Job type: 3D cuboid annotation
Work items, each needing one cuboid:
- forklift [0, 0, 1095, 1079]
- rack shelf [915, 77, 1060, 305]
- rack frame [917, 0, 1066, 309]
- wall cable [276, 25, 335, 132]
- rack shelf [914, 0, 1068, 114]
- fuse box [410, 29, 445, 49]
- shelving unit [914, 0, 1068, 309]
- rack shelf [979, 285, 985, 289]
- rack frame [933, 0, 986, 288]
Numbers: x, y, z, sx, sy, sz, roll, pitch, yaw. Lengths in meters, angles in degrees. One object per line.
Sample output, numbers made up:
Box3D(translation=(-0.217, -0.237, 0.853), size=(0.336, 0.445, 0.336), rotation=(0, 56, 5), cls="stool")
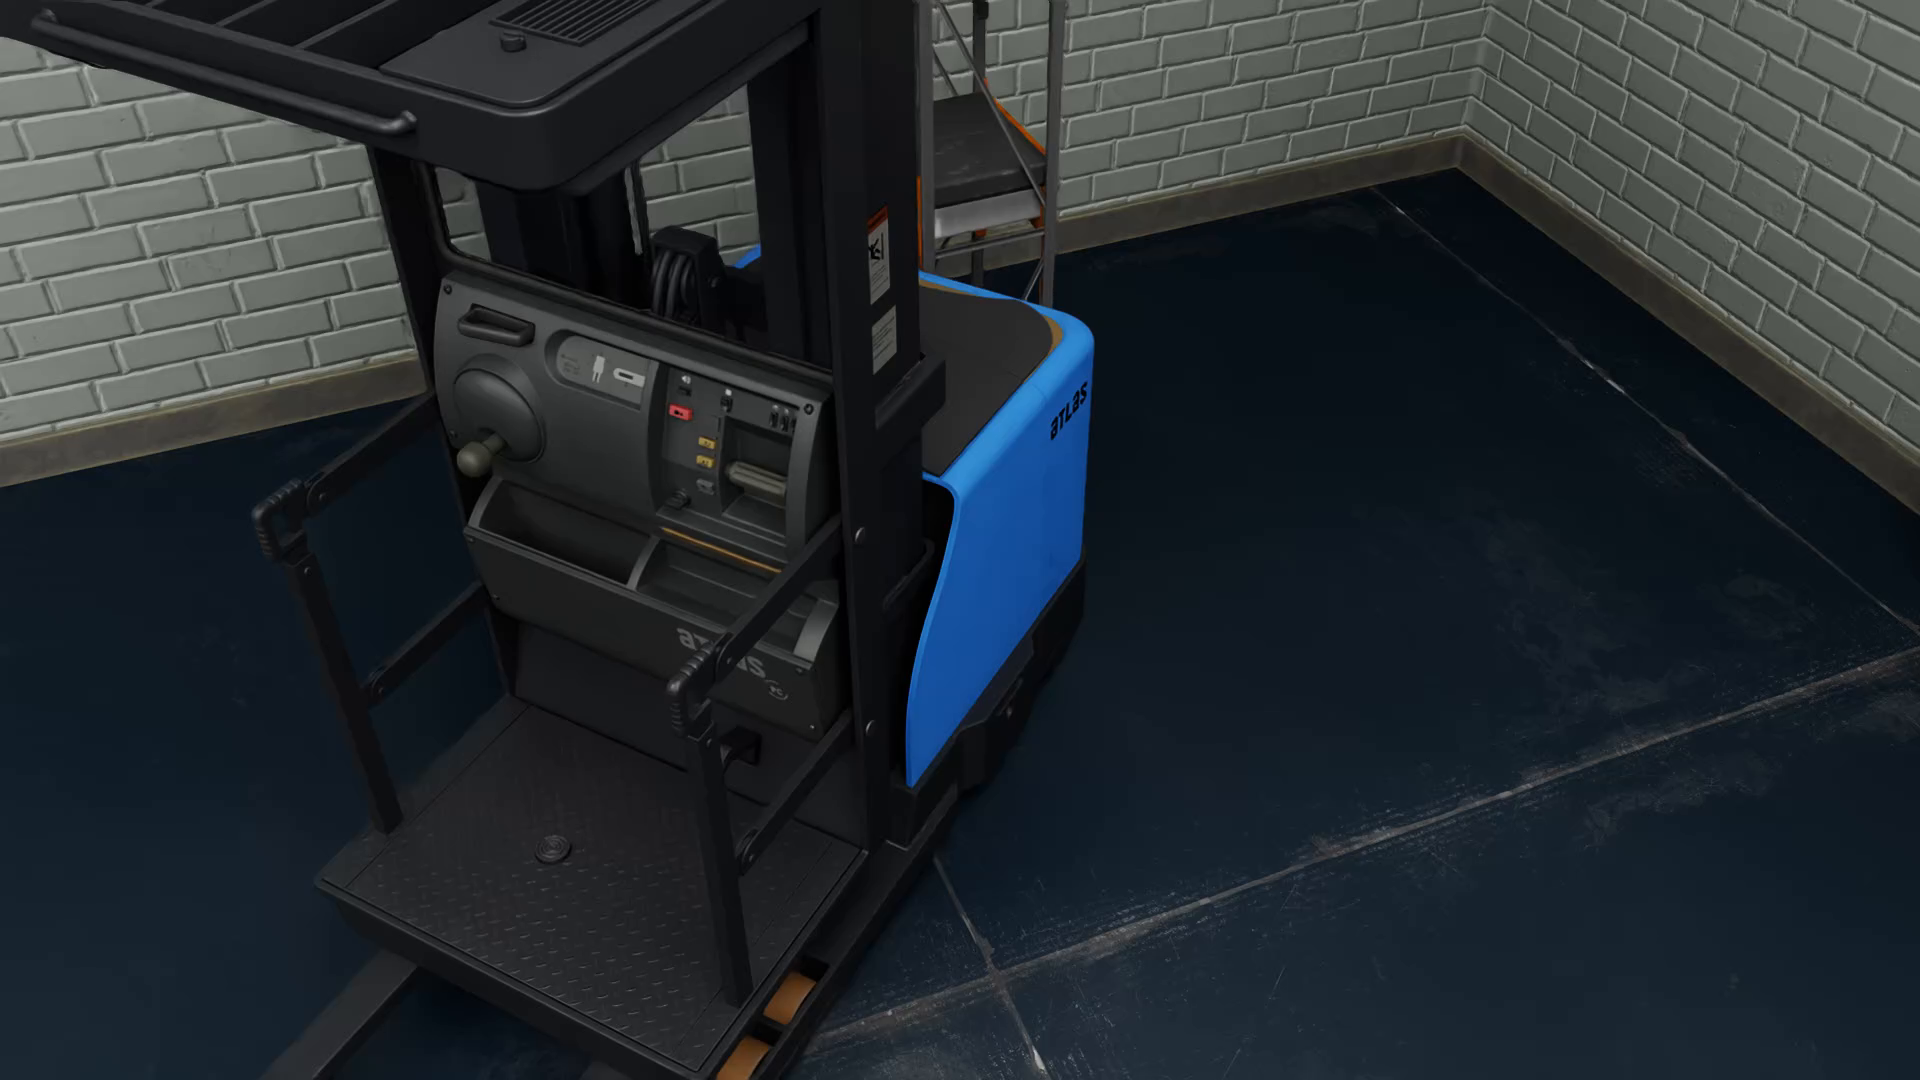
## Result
Box3D(translation=(-0.782, -0.166, 3.195), size=(1.130, 2.935, 3.031), rotation=(19, 44, 21), cls="forklift")
Box3D(translation=(-0.016, -0.950, 4.765), size=(0.431, 0.518, 0.480), rotation=(-16, 43, -18), cls="rack shelf")
Box3D(translation=(0.081, -0.814, 4.587), size=(0.400, 2.100, 0.015), rotation=(-16, 43, -18), cls="rack frame")
Box3D(translation=(-2.111, -1.958, 4.447), size=(0.588, 1.984, 0.122), rotation=(-15, 43, -17), cls="wall cable")
Box3D(translation=(-0.016, -1.481, 4.309), size=(0.431, 0.518, 0.480), rotation=(-16, 43, -18), cls="rack shelf")
Box3D(translation=(-1.420, -1.160, 5.286), size=(0.539, 1.711, 0.414), rotation=(-15, 43, -17), cls="fuse box")
Box3D(translation=(-0.016, -0.960, 4.756), size=(0.431, 2.100, 0.503), rotation=(-16, 43, -18), cls="shelving unit")
Box3D(translation=(-0.016, -0.419, 5.222), size=(0.431, 0.518, 0.480), rotation=(-16, 43, -18), cls="rack shelf")
Box3D(translation=(-0.113, -1.106, 4.926), size=(0.400, 2.100, 0.015), rotation=(-16, 43, -18), cls="rack frame")
